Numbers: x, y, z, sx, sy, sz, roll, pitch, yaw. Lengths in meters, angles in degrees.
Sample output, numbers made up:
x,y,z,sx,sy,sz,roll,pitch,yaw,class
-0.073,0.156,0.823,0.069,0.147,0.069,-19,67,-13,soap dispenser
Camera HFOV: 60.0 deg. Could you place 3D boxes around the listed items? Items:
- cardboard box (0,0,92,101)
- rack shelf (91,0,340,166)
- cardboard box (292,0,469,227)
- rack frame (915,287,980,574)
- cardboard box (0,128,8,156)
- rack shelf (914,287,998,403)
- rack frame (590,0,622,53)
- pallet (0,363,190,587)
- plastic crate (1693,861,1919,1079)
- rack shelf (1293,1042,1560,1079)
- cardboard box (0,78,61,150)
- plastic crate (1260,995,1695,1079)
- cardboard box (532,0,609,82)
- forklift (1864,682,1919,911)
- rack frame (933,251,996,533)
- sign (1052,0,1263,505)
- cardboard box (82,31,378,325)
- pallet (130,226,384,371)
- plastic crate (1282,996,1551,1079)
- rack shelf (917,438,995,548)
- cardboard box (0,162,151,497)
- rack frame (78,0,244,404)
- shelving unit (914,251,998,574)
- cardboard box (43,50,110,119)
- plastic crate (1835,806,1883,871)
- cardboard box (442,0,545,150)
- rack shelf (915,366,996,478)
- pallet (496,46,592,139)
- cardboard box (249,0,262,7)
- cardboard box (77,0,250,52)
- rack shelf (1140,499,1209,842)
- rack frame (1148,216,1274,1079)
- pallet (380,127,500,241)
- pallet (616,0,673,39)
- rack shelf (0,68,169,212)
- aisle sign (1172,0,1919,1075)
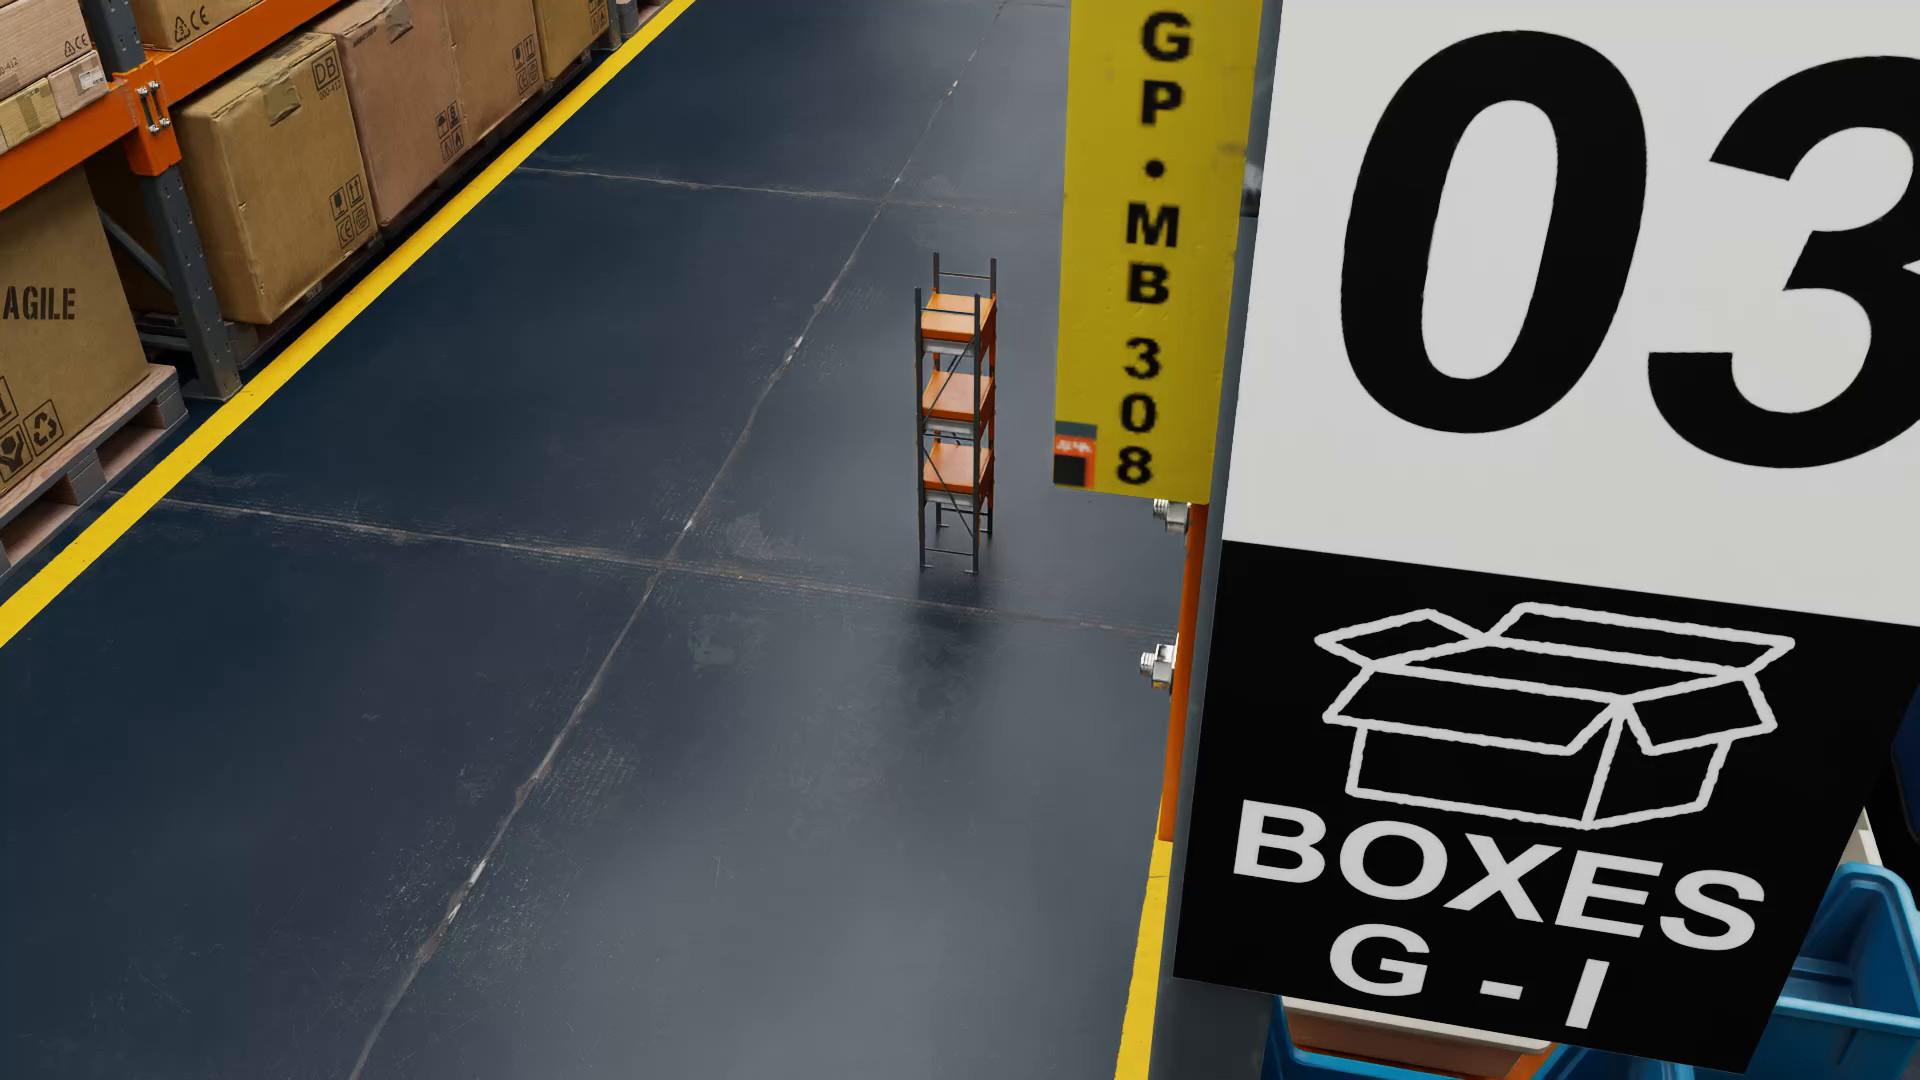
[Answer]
x,y,z,sx,sy,sz,roll,pitch,yaw,class
-3.174,-1.617,5.299,0.500,0.250,0.500,7,36,9,cardboard box
-2.909,-2.698,7.530,1.077,0.370,4.000,7,37,10,rack shelf
-3.029,-2.035,7.454,1.225,0.875,0.875,6,36,8,cardboard box
-0.037,-0.324,5.303,0.200,1.050,0.008,7,37,10,rack frame
-3.191,-1.231,5.106,0.380,0.149,0.250,7,36,9,cardboard box
-0.011,-0.616,5.239,0.215,0.259,0.240,7,37,10,rack shelf
-2.481,-4.136,8.901,1.000,3.000,0.127,7,37,10,rack frame
-3.575,-0.288,5.967,1.003,0.211,1.213,7,37,10,pallet
1.163,0.637,2.407,0.416,0.233,0.300,7,37,10,plastic crate
1.076,0.216,3.509,1.077,0.370,4.000,7,37,10,rack shelf
-3.136,-1.377,5.309,0.380,0.149,0.250,8,37,11,cardboard box
0.538,0.817,1.985,0.616,0.435,0.499,7,37,10,plastic crate
-2.649,-3.053,8.859,1.225,0.875,0.875,6,36,8,cardboard box
3.303,-0.914,4.514,1.130,2.935,3.031,10,37,13,forklift
0.015,-0.464,5.496,0.200,1.050,0.008,7,37,10,rack frame
0.108,-0.161,0.949,0.100,0.325,0.005,7,37,10,sign
-3.219,-1.522,6.747,1.225,0.875,0.875,7,37,10,cardboard box
-3.245,-1.166,7.178,1.003,0.211,1.213,7,37,10,pallet
0.646,0.663,2.452,0.396,0.136,0.243,7,37,10,plastic crate
-0.011,-0.161,5.569,0.215,0.259,0.240,7,37,10,rack shelf
-3.555,-0.784,5.729,0.875,0.875,0.875,7,37,10,cardboard box
-3.336,-1.843,5.737,1.000,3.000,0.127,7,37,10,rack frame
-0.011,-0.394,5.400,0.215,1.050,0.252,7,37,10,shelving unit
-3.081,-1.525,5.513,0.380,0.149,0.250,8,37,10,cardboard box
1.317,0.491,2.690,0.250,0.136,0.298,7,37,10,plastic crate
-2.847,-2.543,8.155,1.225,0.875,0.875,7,37,10,cardboard box
-0.011,-0.386,5.406,0.215,0.259,0.240,7,37,10,rack shelf
-2.723,-2.565,9.109,1.003,0.211,1.213,7,37,10,pallet
-2.887,-2.404,6.426,0.500,0.500,0.500,7,37,10,cardboard box
-2.993,-2.116,6.028,0.500,0.500,0.500,7,37,10,cardboard box
1.076,-0.999,2.629,1.077,0.370,4.000,7,37,10,rack shelf
0.649,1.071,1.716,1.000,3.000,0.127,7,37,10,rack frame
-2.986,-1.867,8.146,1.003,0.211,1.213,7,37,10,pallet
-2.313,-3.455,10.337,1.003,0.211,1.213,7,37,10,pallet
-3.763,-0.405,4.366,1.077,0.370,4.000,7,37,10,rack shelf
0.347,0.023,0.947,0.394,0.787,0.004,7,37,10,aisle sign
